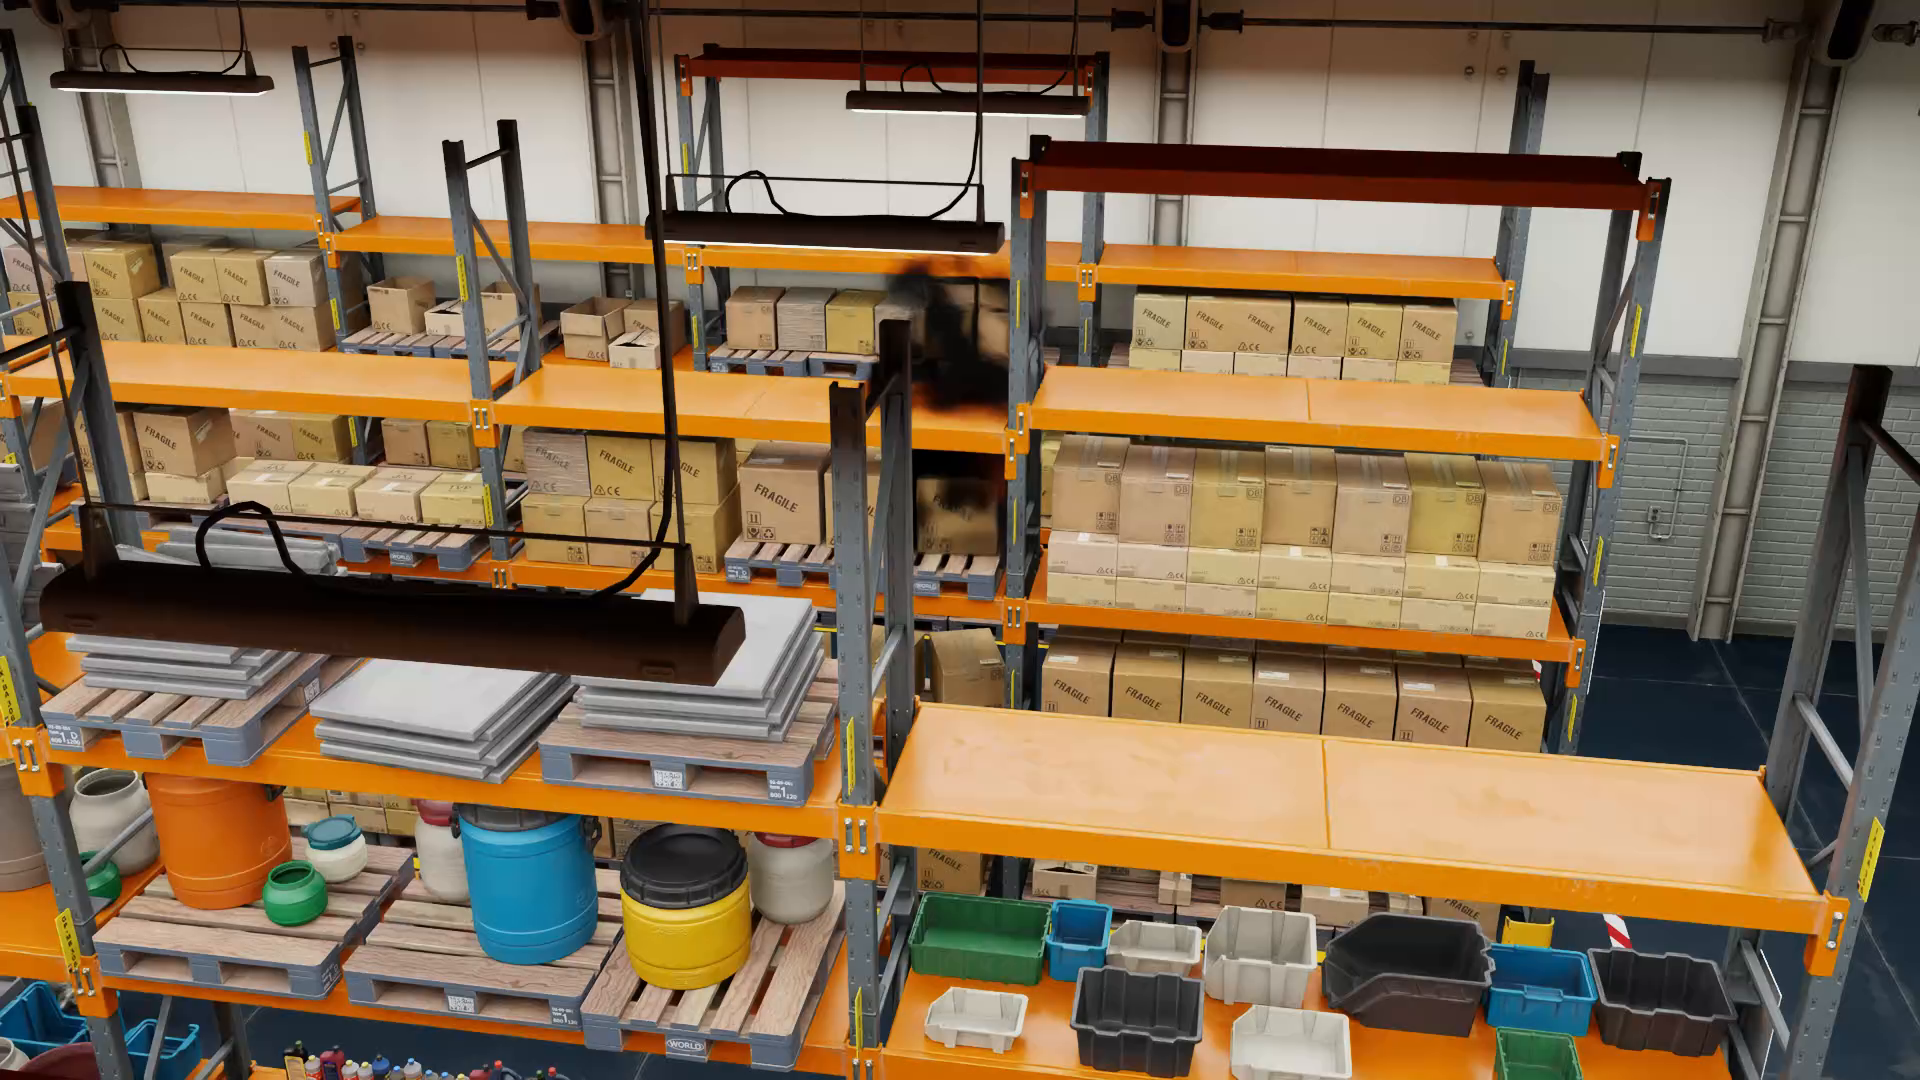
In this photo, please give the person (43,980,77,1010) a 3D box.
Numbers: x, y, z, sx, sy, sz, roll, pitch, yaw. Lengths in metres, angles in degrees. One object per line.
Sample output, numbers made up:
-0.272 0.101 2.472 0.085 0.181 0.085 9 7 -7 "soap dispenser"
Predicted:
-6.588 2.699 11.973 0.627 1.577 0.532 2 23 5 "person"
